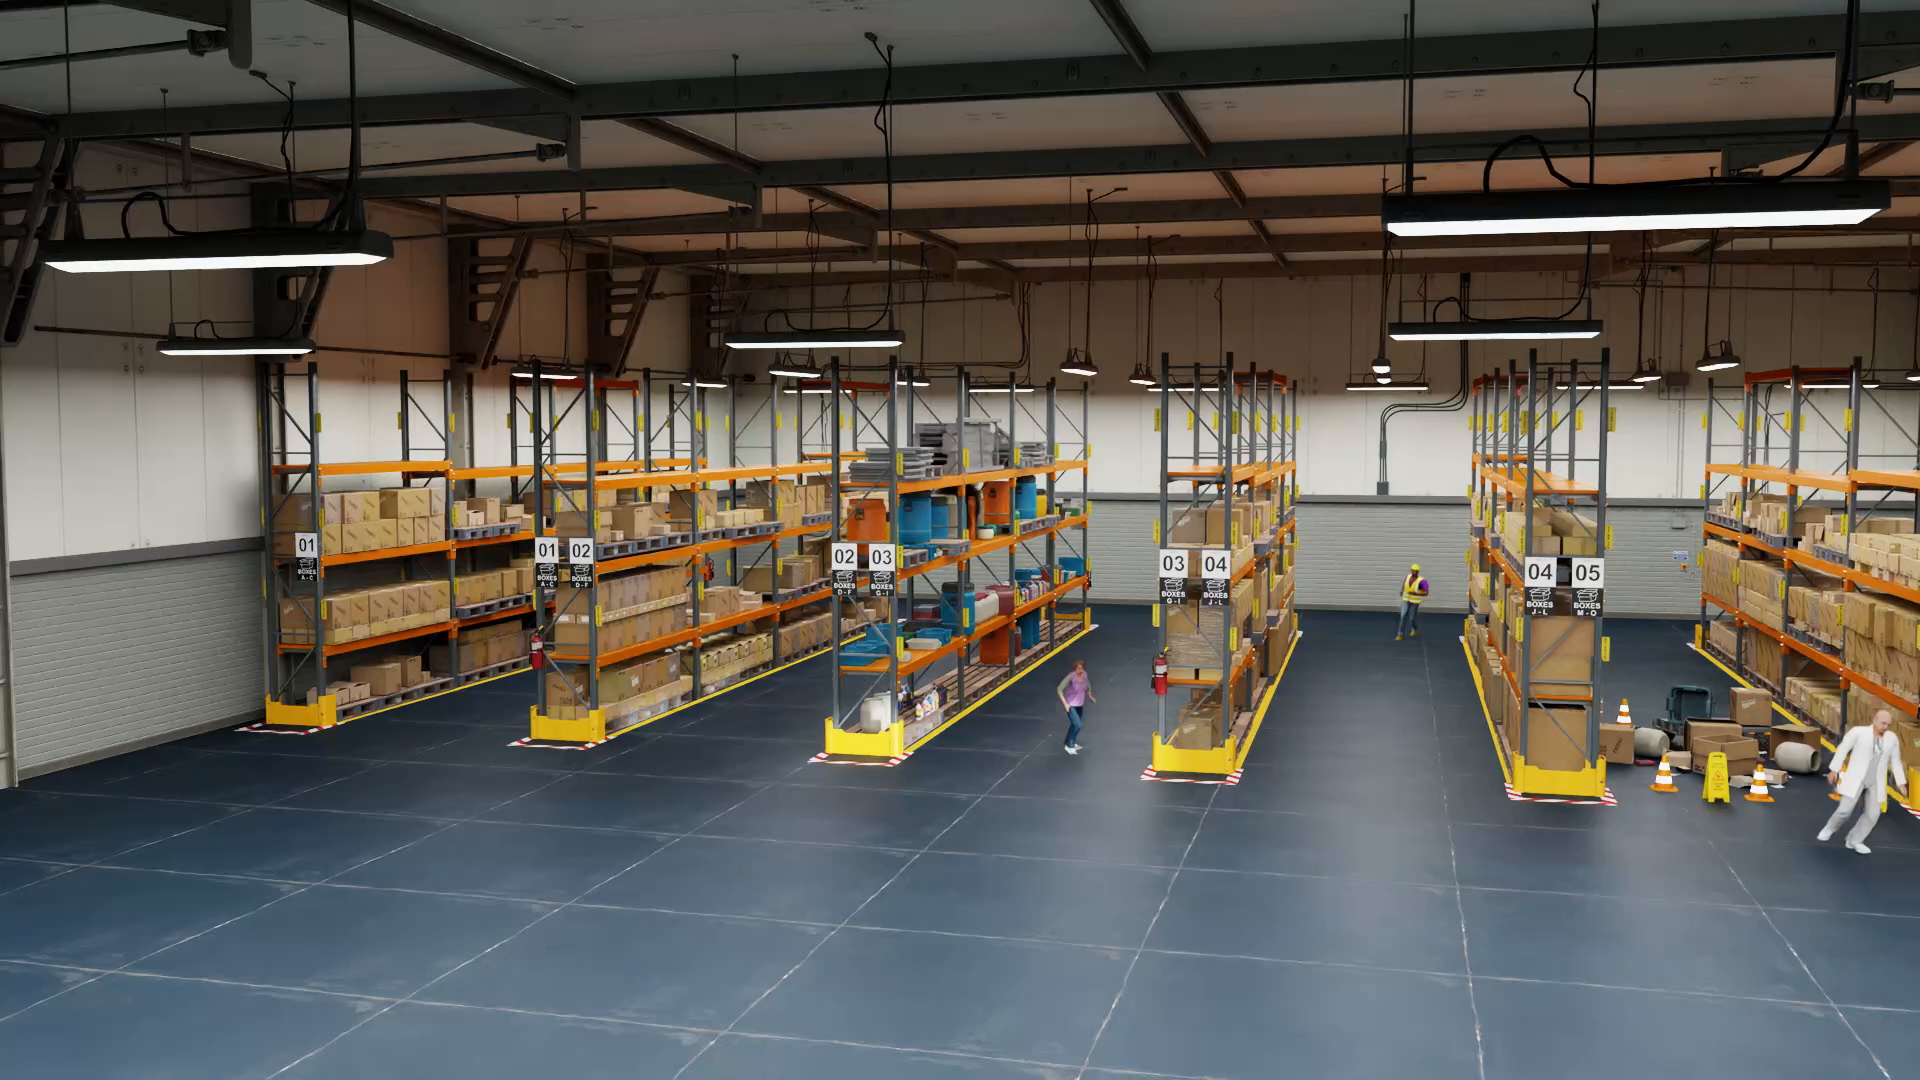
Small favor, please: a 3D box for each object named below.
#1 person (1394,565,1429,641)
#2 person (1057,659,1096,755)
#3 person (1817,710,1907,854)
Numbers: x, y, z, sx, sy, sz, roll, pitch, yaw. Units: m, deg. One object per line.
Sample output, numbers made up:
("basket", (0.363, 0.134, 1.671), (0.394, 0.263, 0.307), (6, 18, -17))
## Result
("person", (10.468, 1.444, 38.326), (0.727, 1.774, 0.919), (4, 5, 42))
("person", (1.714, 2.519, 25.192), (0.579, 1.506, 0.704), (-3, 5, -41))
("person", (10.497, 2.780, 19.354), (0.840, 1.699, 0.654), (1, 4, 7))
